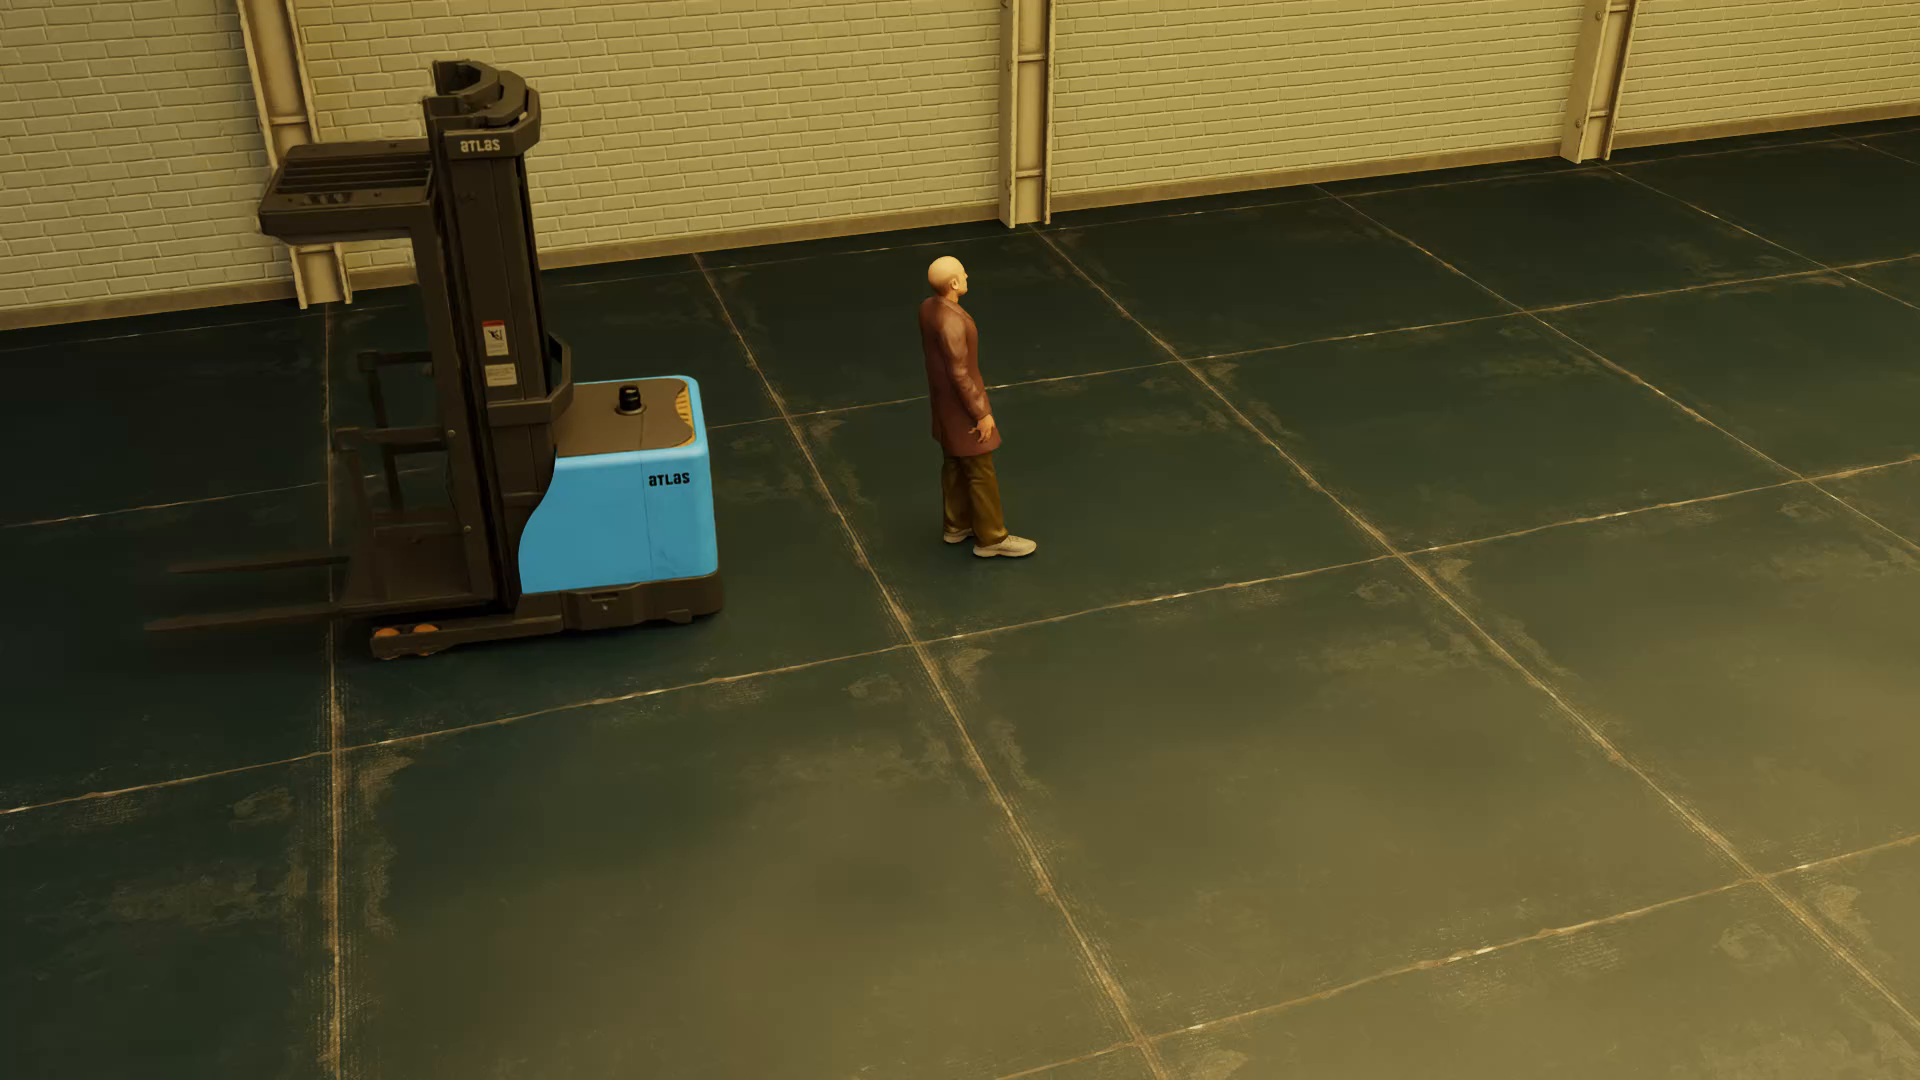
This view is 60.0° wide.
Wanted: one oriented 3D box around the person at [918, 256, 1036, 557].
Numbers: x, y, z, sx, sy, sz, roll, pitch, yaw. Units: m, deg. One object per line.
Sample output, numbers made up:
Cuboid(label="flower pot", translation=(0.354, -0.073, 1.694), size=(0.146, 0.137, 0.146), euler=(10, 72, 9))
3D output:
Cuboid(label="person", translation=(0.088, -0.789, 9.601), size=(0.579, 1.778, 0.696), euler=(-10, 31, -16))

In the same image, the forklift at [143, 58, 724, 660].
Cuboid(label="forklift", translation=(-2.886, -0.916, 8.679), size=(3.031, 2.935, 1.130), euler=(-6, 30, -10))
